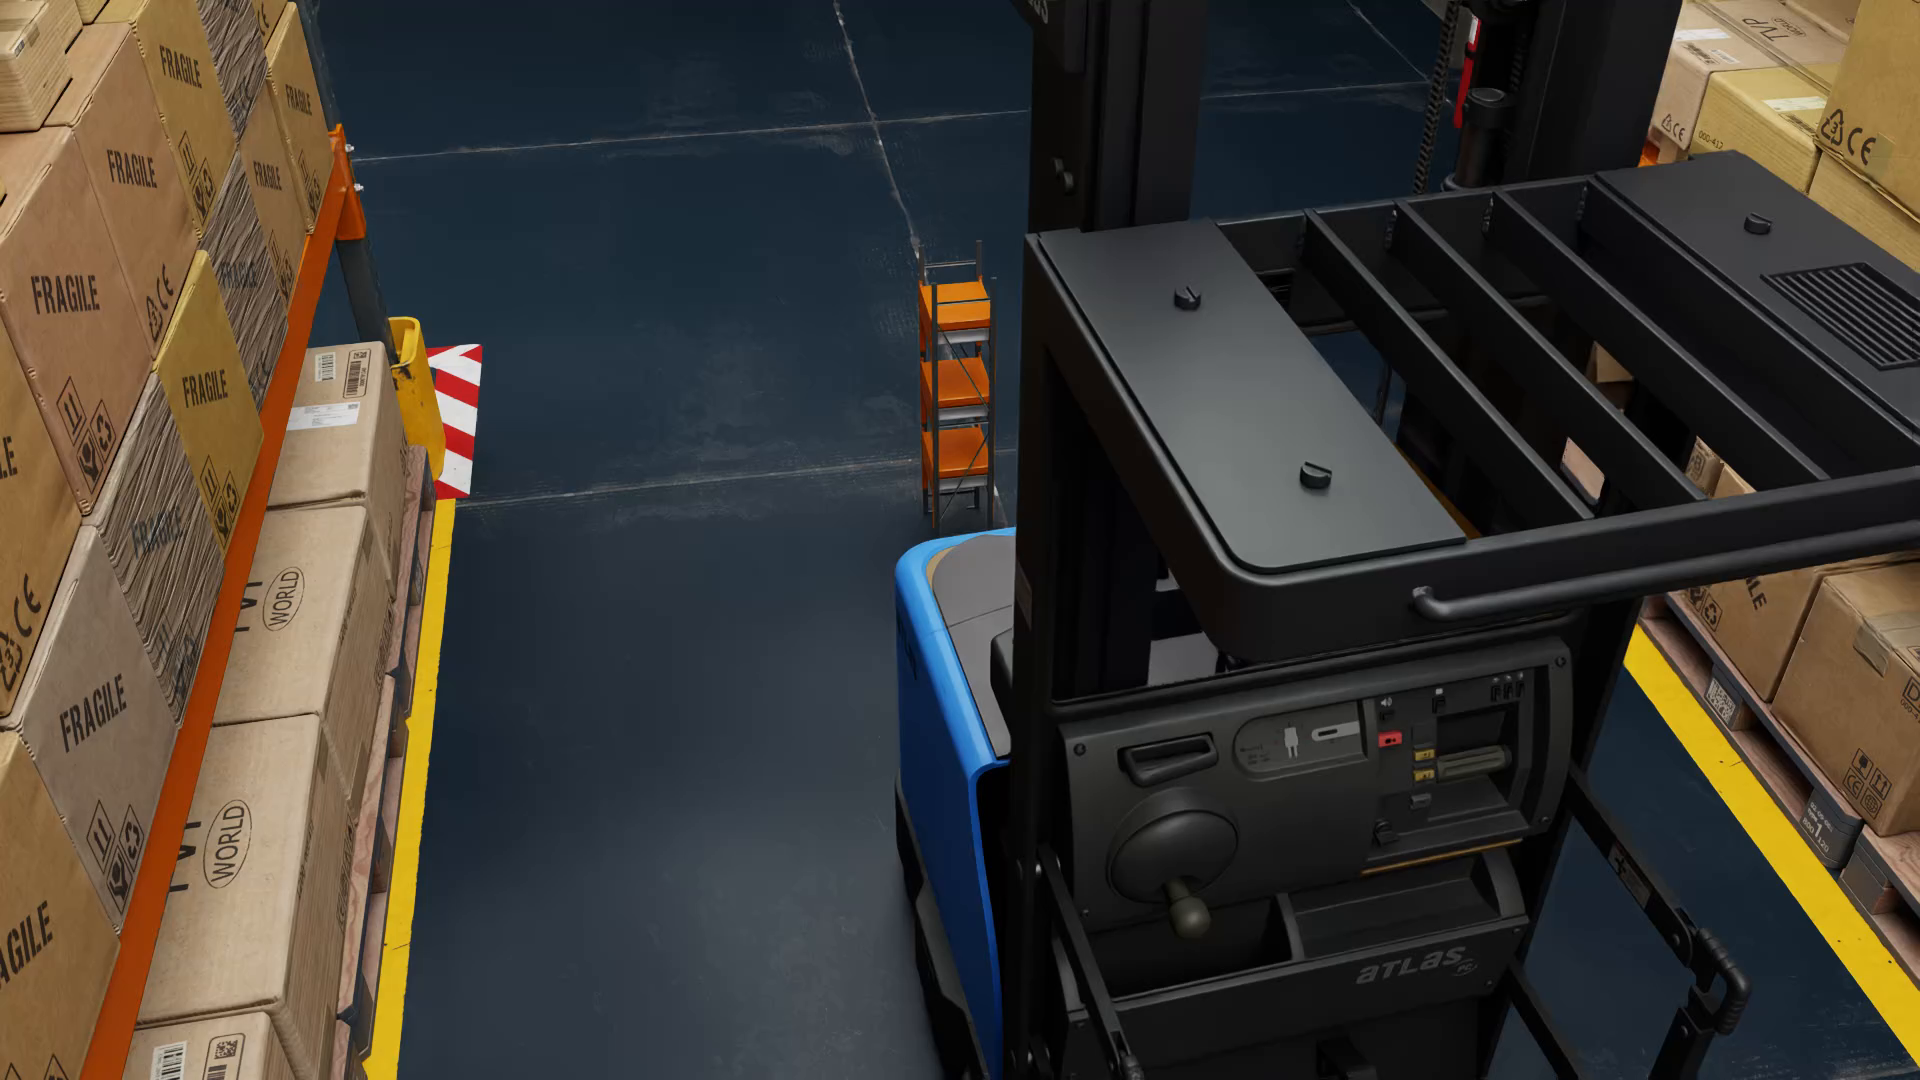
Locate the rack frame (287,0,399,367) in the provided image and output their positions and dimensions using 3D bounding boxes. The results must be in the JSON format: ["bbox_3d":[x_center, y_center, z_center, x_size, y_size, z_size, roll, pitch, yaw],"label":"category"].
[{"bbox_3d":[-2.479,-1.416,5.128,1.000,3.000,0.127,-6,38,-8],"label":"rack frame"}]

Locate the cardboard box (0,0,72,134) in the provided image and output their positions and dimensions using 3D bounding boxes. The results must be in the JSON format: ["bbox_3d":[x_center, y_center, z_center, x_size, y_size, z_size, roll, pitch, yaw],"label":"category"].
[{"bbox_3d":[-1.826,-0.831,2.949,0.380,0.149,0.250,-6,38,-8],"label":"cardboard box"}]

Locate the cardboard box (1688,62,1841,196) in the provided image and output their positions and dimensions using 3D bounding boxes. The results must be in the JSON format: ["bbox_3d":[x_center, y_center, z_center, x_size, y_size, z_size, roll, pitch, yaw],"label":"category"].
[{"bbox_3d":[2.402,-1.097,4.597,0.500,0.250,0.500,-7,38,-9],"label":"cardboard box"}]

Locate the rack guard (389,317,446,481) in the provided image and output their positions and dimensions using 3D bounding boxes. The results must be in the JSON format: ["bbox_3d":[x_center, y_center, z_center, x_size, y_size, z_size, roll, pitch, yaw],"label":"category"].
[{"bbox_3d":[-2.483,-0.443,5.913,1.175,0.500,0.348,-6,38,-8],"label":"rack guard"}]

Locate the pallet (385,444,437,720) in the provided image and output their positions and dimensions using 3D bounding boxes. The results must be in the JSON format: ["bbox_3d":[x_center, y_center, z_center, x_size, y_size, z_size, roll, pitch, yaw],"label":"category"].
[{"bbox_3d":[-2.262,0.160,5.372,1.003,0.211,1.213,-6,38,-8],"label":"pallet"}]

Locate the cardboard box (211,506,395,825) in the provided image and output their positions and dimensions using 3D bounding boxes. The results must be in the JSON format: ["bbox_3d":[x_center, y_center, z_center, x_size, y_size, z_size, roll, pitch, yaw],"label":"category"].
[{"bbox_3d":[-2.096,0.370,4.575,0.875,0.438,0.875,-5,38,-7],"label":"cardboard box"}]

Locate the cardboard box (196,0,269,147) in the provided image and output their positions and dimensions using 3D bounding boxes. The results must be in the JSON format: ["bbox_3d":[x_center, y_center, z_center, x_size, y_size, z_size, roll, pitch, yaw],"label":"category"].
[{"bbox_3d":[-2.039,-1.272,4.046,0.500,0.500,0.500,-6,38,-8],"label":"cardboard box"}]

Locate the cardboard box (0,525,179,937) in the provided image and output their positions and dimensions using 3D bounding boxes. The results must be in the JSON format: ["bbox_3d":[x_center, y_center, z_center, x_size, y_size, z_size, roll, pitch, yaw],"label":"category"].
[{"bbox_3d":[-1.686,0.345,2.780,0.500,0.500,0.500,-6,38,-8],"label":"cardboard box"}]

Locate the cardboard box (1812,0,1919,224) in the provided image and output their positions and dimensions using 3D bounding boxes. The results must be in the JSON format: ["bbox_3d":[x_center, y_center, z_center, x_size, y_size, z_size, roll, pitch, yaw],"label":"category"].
[{"bbox_3d":[2.485,-1.097,3.986,0.500,0.500,0.500,-5,38,-7],"label":"cardboard box"}]

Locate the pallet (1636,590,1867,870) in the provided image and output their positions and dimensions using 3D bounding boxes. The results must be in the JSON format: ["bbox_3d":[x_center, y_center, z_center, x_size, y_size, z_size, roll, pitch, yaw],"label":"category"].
[{"bbox_3d":[2.772,0.412,5.048,1.003,0.211,1.213,-6,38,-8],"label":"pallet"}]

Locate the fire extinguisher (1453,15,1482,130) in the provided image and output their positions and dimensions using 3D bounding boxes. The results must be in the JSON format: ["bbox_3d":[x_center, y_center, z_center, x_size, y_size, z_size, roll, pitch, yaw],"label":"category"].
[{"bbox_3d":[1.927,-1.813,6.006,0.296,0.674,0.183,-6,38,-8],"label":"fire extinguisher"}]

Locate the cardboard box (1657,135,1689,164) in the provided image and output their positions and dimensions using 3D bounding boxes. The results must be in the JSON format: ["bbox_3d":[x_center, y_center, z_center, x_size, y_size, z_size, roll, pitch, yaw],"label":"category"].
[{"bbox_3d":[2.349,-1.162,5.005,0.380,0.149,0.250,-5,38,-7],"label":"cardboard box"}]

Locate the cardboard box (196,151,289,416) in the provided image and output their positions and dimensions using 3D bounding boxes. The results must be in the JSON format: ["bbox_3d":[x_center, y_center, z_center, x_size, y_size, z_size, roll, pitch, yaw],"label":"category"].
[{"bbox_3d":[-1.961,-0.578,3.968,0.500,0.500,0.500,-5,38,-7],"label":"cardboard box"}]

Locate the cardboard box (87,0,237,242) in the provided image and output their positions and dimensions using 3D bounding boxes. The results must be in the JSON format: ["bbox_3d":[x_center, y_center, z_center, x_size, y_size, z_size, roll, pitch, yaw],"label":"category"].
[{"bbox_3d":[-1.956,-0.973,3.661,0.500,0.500,0.500,-6,38,-8],"label":"cardboard box"}]

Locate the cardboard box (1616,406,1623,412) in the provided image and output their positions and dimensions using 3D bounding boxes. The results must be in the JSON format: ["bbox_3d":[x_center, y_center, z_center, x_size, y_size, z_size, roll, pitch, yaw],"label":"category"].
[{"bbox_3d":[2.458,-0.352,5.739,0.380,0.149,0.250,-8,38,-10],"label":"cardboard box"}]

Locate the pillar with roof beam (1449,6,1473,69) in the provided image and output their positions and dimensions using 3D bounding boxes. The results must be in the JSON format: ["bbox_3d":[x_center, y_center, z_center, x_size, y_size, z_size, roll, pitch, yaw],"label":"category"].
[{"bbox_3d":[-1.416,-5.584,5.602,9.100,9.000,0.400,-6,38,-8],"label":"pillar with roof beam"}]

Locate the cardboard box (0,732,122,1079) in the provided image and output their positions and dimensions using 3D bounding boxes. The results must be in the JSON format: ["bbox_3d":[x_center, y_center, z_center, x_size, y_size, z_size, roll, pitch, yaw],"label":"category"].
[{"bbox_3d":[-1.602,0.649,2.388,0.500,0.500,0.500,-5,38,-6],"label":"cardboard box"}]

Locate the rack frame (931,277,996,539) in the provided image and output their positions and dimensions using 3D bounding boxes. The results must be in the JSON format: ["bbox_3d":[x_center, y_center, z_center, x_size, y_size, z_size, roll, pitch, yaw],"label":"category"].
[{"bbox_3d":[0.012,-0.373,5.375,0.200,1.050,0.008,-6,38,-8],"label":"rack frame"}]

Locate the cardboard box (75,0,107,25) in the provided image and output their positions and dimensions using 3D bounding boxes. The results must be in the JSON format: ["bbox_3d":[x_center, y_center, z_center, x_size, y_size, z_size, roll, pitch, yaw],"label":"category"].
[{"bbox_3d":[-1.941,-1.146,3.355,0.380,0.149,0.250,-5,38,-7],"label":"cardboard box"}]

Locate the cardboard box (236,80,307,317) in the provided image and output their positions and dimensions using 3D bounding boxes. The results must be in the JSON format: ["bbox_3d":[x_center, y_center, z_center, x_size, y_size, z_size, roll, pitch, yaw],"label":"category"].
[{"bbox_3d":[-2.060,-0.888,4.366,0.500,0.500,0.500,-7,38,-9],"label":"cardboard box"}]

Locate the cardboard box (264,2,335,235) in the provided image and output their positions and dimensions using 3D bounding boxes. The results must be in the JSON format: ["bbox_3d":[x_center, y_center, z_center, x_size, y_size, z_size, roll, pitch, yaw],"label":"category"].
[{"bbox_3d":[-2.134,-1.193,4.759,0.500,0.500,0.500,-6,38,-8],"label":"cardboard box"}]

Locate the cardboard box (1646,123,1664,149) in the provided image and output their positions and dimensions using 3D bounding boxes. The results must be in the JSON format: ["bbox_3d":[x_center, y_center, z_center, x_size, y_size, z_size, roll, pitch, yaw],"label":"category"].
[{"bbox_3d":[2.365,-1.321,5.210,0.380,0.149,0.250,-7,38,-9],"label":"cardboard box"}]

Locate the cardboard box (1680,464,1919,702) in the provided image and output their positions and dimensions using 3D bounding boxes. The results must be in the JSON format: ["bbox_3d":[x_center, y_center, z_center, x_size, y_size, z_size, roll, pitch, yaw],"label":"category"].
[{"bbox_3d":[2.527,0.099,4.872,0.500,0.500,0.500,-6,38,-7],"label":"cardboard box"}]

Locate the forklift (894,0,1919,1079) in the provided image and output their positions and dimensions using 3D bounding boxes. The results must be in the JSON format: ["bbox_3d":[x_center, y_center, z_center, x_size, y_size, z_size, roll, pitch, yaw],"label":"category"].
[{"bbox_3d":[0.685,0.503,2.714,1.130,2.935,3.031,-9,39,-11],"label":"forklift"}]

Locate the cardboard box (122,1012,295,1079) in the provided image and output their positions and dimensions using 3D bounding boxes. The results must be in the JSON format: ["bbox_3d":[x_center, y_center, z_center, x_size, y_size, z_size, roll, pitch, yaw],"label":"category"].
[{"bbox_3d":[-1.782,1.455,3.178,0.875,0.438,0.875,-7,38,-9],"label":"cardboard box"}]

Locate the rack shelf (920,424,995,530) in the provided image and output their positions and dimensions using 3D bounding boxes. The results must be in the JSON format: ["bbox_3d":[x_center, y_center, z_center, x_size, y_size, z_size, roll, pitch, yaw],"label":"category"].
[{"bbox_3d":[-0.009,-0.219,5.647,0.215,0.259,0.240,-6,38,-8],"label":"rack shelf"}]

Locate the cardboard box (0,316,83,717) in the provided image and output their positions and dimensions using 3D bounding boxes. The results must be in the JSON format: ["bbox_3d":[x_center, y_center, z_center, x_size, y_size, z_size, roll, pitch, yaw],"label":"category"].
[{"bbox_3d":[-1.705,-0.054,2.478,0.500,0.500,0.500,-7,38,-9],"label":"cardboard box"}]

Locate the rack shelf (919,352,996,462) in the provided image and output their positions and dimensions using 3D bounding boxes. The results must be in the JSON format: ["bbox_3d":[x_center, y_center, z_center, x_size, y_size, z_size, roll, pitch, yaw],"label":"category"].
[{"bbox_3d":[-0.009,-0.439,5.476,0.215,0.259,0.240,-6,38,-8],"label":"rack shelf"}]

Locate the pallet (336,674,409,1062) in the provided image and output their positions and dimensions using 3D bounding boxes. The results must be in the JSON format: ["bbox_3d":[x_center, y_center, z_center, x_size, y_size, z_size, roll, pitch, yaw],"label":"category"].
[{"bbox_3d":[-2.051,0.895,4.426,1.003,0.211,1.213,-6,38,-8],"label":"pallet"}]

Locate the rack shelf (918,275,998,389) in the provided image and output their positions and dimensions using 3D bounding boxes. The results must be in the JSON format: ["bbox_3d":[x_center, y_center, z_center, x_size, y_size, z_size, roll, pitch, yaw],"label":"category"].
[{"bbox_3d":[-0.009,-0.663,5.302,0.215,0.259,0.240,-6,38,-8],"label":"rack shelf"}]

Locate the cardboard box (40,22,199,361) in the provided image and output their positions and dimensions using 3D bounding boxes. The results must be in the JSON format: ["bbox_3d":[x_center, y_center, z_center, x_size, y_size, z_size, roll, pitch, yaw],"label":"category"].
[{"bbox_3d":[-1.869,-0.669,3.270,0.500,0.500,0.500,-6,38,-8],"label":"cardboard box"}]

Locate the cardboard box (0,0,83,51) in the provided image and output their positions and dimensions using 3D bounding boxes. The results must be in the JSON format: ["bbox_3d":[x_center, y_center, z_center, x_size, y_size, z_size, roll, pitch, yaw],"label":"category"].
[{"bbox_3d":[-1.913,-0.986,3.149,0.380,0.149,0.250,-5,38,-6],"label":"cardboard box"}]

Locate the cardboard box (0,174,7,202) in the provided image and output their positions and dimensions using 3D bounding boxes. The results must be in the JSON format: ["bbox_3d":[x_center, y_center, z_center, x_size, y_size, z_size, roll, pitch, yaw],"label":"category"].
[{"bbox_3d":[-1.726,-0.532,2.565,0.380,0.149,0.250,-7,38,-9],"label":"cardboard box"}]

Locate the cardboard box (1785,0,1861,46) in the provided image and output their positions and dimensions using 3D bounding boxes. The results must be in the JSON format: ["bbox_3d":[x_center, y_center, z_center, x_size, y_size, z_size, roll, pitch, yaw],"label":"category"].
[{"bbox_3d":[2.839,-1.449,5.050,0.500,0.250,0.500,-6,38,-8],"label":"cardboard box"}]

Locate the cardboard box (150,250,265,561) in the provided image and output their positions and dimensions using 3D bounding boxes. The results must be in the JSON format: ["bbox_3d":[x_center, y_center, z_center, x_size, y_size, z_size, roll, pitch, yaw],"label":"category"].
[{"bbox_3d":[-1.857,-0.268,3.568,0.500,0.500,0.500,-5,38,-7],"label":"cardboard box"}]

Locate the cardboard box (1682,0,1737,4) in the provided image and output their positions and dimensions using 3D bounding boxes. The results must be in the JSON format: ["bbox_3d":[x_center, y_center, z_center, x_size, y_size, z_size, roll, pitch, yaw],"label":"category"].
[{"bbox_3d":[2.222,-1.707,5.382,0.500,0.250,0.500,-6,38,-8],"label":"cardboard box"}]

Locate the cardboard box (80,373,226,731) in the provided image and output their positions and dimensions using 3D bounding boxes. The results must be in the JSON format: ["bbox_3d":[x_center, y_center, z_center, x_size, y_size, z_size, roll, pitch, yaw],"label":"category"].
[{"bbox_3d":[-1.767,0.044,3.167,0.500,0.500,0.500,-6,38,-8],"label":"cardboard box"}]

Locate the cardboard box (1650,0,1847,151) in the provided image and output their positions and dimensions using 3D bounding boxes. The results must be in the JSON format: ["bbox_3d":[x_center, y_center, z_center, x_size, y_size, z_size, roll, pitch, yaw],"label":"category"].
[{"bbox_3d":[2.310,-1.403,4.990,0.500,0.250,0.500,-6,38,-7],"label":"cardboard box"}]

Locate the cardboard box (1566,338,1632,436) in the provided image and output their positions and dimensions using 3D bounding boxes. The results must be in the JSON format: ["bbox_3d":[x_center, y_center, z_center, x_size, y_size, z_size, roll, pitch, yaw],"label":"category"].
[{"bbox_3d":[2.421,-0.752,5.966,0.797,0.503,0.637,-8,38,-10],"label":"cardboard box"}]

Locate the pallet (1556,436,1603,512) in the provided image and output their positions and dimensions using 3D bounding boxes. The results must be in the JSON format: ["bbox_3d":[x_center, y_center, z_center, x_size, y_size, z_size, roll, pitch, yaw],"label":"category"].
[{"bbox_3d":[2.561,-0.323,5.994,1.003,0.211,1.213,-6,38,-8],"label":"pallet"}]

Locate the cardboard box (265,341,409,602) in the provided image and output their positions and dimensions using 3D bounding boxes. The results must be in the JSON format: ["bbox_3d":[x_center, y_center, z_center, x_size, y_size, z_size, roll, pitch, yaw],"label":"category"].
[{"bbox_3d":[-2.265,-0.182,5.285,0.875,0.438,0.875,-7,38,-9],"label":"cardboard box"}]

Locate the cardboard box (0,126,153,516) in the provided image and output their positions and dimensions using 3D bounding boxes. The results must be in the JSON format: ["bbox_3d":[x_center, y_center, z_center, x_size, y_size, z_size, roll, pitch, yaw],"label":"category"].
[{"bbox_3d":[-1.784,-0.364,2.877,0.500,0.500,0.500,-6,38,-7],"label":"cardboard box"}]

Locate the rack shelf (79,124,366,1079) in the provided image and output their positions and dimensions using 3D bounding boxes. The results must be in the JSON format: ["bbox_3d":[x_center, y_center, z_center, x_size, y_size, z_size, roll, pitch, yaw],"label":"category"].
[{"bbox_3d":[-2.128,0.076,3.793,1.077,0.370,4.000,-6,38,-8],"label":"rack shelf"}]

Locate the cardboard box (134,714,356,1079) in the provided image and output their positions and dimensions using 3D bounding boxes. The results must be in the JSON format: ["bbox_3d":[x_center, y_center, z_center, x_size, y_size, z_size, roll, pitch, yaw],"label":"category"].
[{"bbox_3d":[-1.939,0.915,3.874,0.875,0.438,0.875,-7,38,-9],"label":"cardboard box"}]

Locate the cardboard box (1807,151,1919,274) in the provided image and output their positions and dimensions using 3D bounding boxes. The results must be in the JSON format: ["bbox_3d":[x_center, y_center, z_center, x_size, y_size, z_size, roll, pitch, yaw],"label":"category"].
[{"bbox_3d":[2.513,-0.790,4.202,0.500,0.250,0.500,-7,38,-9],"label":"cardboard box"}]

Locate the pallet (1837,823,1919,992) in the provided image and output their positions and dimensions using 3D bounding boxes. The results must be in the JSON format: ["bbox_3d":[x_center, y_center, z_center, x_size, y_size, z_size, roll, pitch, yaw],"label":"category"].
[{"bbox_3d":[2.989,1.150,4.097,1.003,0.211,1.213,-6,38,-8],"label":"pallet"}]

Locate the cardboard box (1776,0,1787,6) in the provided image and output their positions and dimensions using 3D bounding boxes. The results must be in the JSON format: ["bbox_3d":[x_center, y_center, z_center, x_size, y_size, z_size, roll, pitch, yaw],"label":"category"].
[{"bbox_3d":[2.749,-1.761,5.452,0.500,0.250,0.500,-5,38,-7],"label":"cardboard box"}]

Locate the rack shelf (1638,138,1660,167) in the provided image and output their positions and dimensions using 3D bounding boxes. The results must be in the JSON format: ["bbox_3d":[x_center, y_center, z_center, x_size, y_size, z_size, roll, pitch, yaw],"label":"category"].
[{"bbox_3d":[2.758,-0.460,4.483,1.077,0.370,4.000,-6,38,-8],"label":"rack shelf"}]

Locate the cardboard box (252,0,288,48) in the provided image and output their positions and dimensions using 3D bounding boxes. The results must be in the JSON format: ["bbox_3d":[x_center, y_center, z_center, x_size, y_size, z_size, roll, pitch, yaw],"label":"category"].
[{"bbox_3d":[-2.160,-1.585,4.448,0.500,0.500,0.500,-5,38,-6],"label":"cardboard box"}]

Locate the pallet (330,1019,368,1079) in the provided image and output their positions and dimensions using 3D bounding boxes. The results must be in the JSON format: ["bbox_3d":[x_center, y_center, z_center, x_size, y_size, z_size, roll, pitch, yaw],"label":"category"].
[{"bbox_3d":[-1.834,1.634,3.475,1.003,0.211,1.213,-6,38,-8],"label":"pallet"}]

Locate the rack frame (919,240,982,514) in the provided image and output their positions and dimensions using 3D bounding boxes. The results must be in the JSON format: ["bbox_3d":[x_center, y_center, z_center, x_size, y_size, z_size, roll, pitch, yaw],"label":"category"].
[{"bbox_3d":[-0.031,-0.521,5.564,0.200,1.050,0.008,-6,38,-8],"label":"rack frame"}]

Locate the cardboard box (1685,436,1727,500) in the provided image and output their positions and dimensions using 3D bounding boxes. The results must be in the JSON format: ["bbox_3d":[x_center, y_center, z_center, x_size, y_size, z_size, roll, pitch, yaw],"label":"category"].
[{"bbox_3d":[2.533,-0.231,5.297,0.700,0.500,0.500,-5,38,-6],"label":"cardboard box"}]

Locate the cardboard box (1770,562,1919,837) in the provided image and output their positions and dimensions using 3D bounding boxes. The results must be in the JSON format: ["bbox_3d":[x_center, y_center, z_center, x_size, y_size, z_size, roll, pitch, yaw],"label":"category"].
[{"bbox_3d":[2.715,0.396,4.490,0.700,0.500,0.500,-8,38,-10],"label":"cardboard box"}]

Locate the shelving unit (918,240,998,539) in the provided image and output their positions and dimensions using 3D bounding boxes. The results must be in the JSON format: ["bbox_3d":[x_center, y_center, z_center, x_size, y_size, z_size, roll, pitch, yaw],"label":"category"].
[{"bbox_3d":[-0.009,-0.447,5.470,0.215,1.050,0.252,-6,38,-8],"label":"shelving unit"}]
